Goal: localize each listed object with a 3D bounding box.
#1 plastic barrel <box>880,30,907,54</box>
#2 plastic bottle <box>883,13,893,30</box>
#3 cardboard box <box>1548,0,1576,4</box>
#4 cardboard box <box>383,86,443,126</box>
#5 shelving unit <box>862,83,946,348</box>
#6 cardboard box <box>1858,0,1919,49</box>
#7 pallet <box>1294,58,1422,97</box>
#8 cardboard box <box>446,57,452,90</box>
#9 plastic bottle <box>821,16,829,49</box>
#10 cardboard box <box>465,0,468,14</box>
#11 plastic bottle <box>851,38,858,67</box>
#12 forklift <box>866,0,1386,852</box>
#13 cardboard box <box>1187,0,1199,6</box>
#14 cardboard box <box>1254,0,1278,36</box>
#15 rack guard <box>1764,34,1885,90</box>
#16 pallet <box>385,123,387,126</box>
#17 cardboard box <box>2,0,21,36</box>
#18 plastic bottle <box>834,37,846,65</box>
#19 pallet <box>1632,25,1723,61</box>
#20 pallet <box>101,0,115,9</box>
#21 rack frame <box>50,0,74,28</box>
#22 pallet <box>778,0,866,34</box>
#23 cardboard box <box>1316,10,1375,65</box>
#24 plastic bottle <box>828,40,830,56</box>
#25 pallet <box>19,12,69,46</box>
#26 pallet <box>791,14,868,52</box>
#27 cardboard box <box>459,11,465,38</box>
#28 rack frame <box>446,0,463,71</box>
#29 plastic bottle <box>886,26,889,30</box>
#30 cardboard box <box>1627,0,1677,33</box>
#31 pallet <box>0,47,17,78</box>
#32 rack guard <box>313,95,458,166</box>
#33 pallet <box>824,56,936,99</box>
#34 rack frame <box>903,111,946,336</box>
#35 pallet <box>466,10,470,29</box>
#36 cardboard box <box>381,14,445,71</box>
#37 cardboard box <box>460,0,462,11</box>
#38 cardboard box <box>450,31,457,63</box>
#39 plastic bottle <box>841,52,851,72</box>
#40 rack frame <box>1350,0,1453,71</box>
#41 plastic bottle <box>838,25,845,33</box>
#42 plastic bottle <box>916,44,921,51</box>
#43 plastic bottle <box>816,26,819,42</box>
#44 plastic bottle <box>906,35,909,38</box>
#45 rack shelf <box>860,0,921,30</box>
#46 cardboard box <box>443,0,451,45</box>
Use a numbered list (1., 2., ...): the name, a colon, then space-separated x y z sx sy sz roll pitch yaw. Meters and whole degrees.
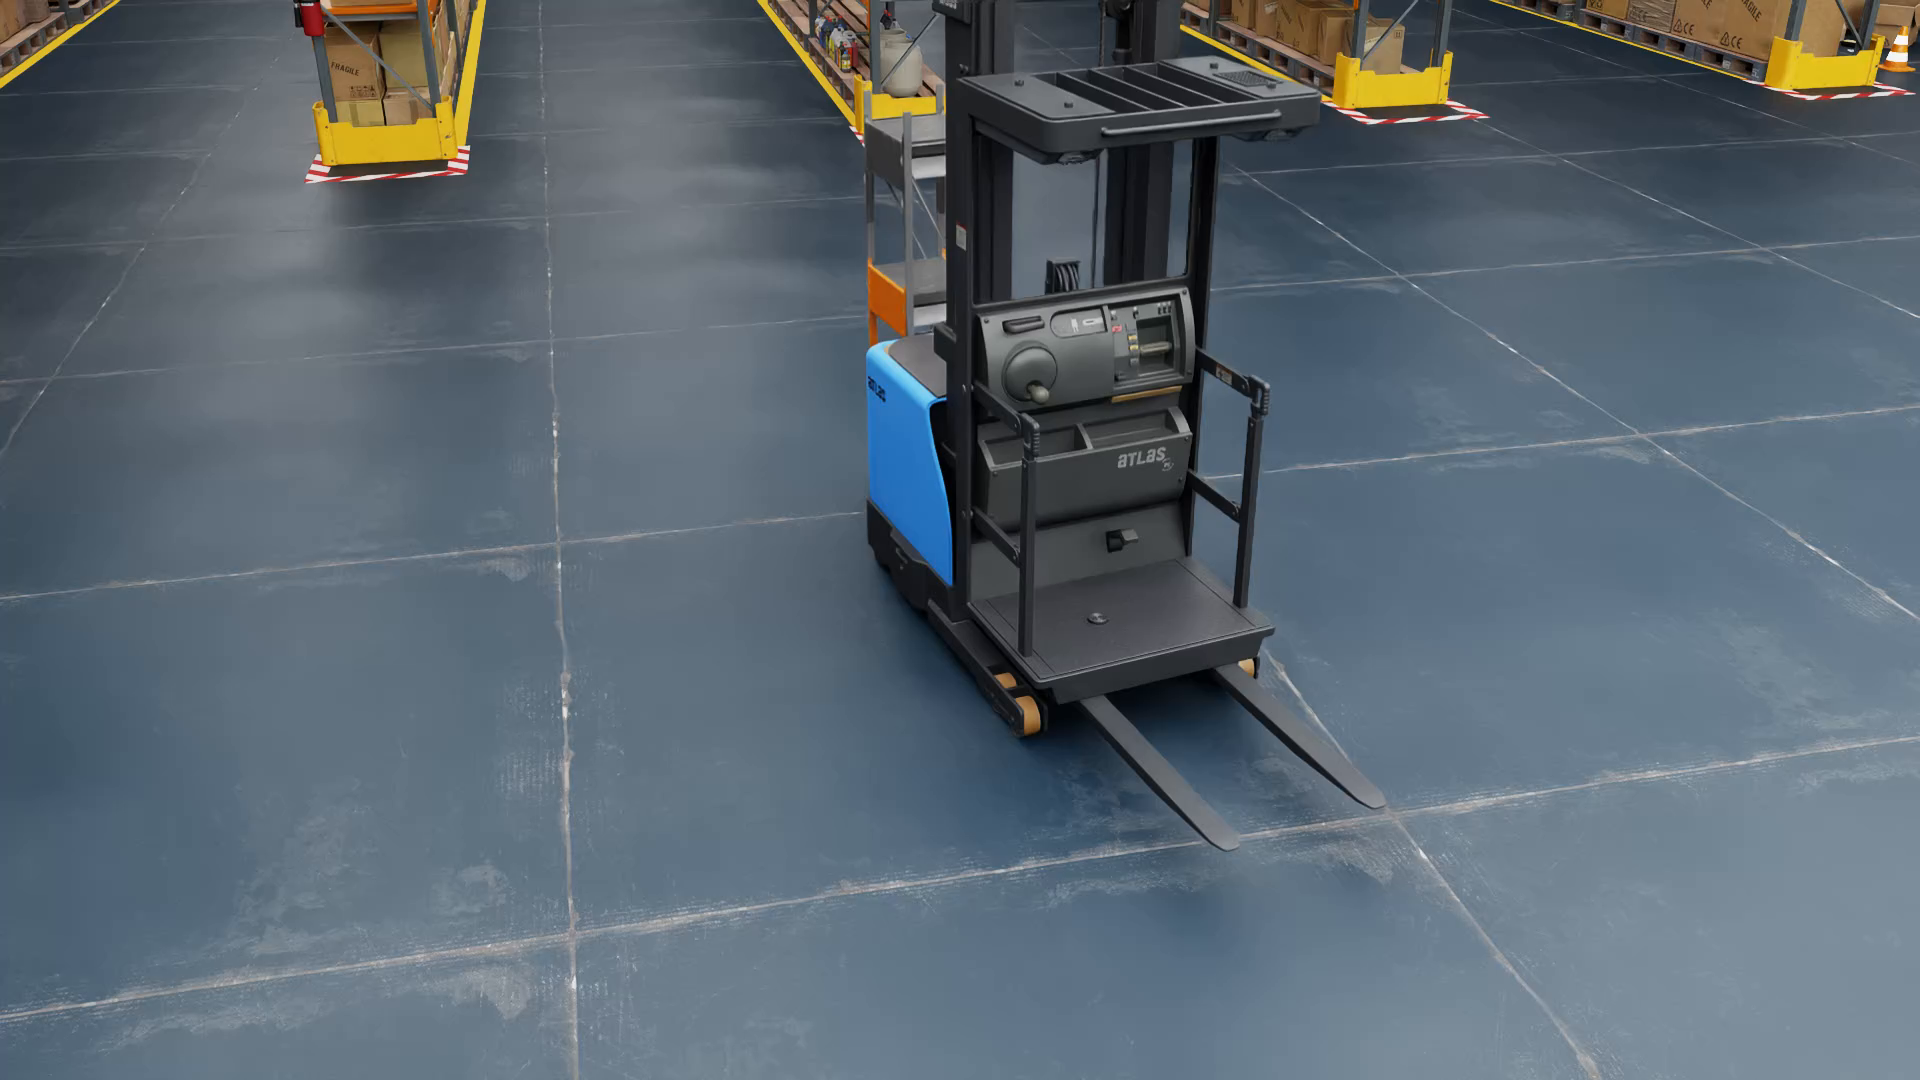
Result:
1. plastic barrel: -0.697 -4.913 16.949 0.421 0.512 0.421 0 27 0
2. plastic bottle: -0.794 -5.767 18.798 0.144 0.351 0.185 -7 28 -14
3. cardboard box: 8.190 -7.499 21.810 1.050 0.750 0.750 -6 27 -12
4. cardboard box: -5.092 -4.051 15.533 0.500 0.250 0.500 -6 27 -12
5. shelving unit: -0.166 -1.087 8.073 0.431 2.100 0.503 -11 29 -21
6. cardboard box: 11.257 -6.243 20.061 0.637 0.503 0.797 19 32 32
7. pallet: 4.298 -4.986 17.895 1.003 0.211 1.213 -6 27 -12
8. cardboard box: -5.429 -4.710 16.838 0.500 0.250 0.500 -6 27 -12
9. plastic bottle: -1.485 -5.708 18.681 0.144 0.351 0.185 -5 27 -10
10. cardboard box: -6.405 -6.652 20.686 0.500 0.250 0.500 -5 27 -10
11. plastic bottle: -1.129 -5.205 17.759 0.061 0.283 0.133 -6 27 -12
12. forklift: 0.604 -0.736 6.456 1.130 2.935 3.031 -11 29 -21
13. cardboard box: 3.356 -7.157 21.387 0.700 0.500 0.500 -6 27 -12
14. cardboard box: 3.750 -6.235 19.582 0.500 0.500 0.500 2 27 5
15. rack guard: 9.325 -5.170 17.939 1.175 0.500 0.348 -6 27 -12
16. pallet: -5.401 -3.920 15.782 1.003 0.211 1.213 -6 27 -12
17. cardboard box: -11.461 -6.157 19.406 0.700 0.500 0.500 -6 27 -12
18. plastic bottle: -1.264 -5.251 17.859 0.152 0.276 0.135 -7 28 -13
19. pallet: 8.791 -5.930 19.764 1.003 0.211 1.213 -6 27 -12
20. pallet: -12.192 -7.484 22.843 1.003 0.211 1.213 -6 27 -12
21. rack frame: -11.816 -7.841 20.455 1.000 3.000 0.127 -6 27 -12
22. pallet: -1.756 -6.723 21.336 1.003 0.211 1.213 -6 27 -12
23. cardboard box: 4.172 -5.444 18.015 0.500 0.500 0.500 1 27 2
24. plastic bottle: -1.402 -5.432 18.300 0.097 0.201 0.097 0 27 0
25. pallet: -11.642 -6.253 20.404 1.003 0.211 1.213 -6 27 -12
26. pallet: -1.478 -6.187 20.273 1.003 0.211 1.213 -6 27 -12
27. cardboard box: -6.053 -5.976 19.346 0.500 0.250 0.500 -5 27 -10
28. rack frame: -6.090 -6.589 17.976 1.000 3.000 0.127 -6 27 -12
29. plastic bottle: -0.815 -5.573 18.489 0.061 0.283 0.133 -6 27 -12
30. cardboard box: 8.698 -6.613 19.915 0.875 0.875 0.875 -6 27 -11
31. pallet: -11.092 -5.181 18.281 1.003 0.211 1.213 -6 27 -12
32. rack guard: -5.183 -3.707 15.039 1.175 0.500 0.348 -6 27 -12
33. pallet: -0.874 -5.010 17.942 1.003 0.211 1.213 -6 27 -12
34. rack frame: -0.066 -0.986 7.874 0.400 2.100 0.015 -11 29 -21
35. pallet: -6.844 -6.735 21.359 1.003 0.211 1.213 -6 27 -12
36. cardboard box: -5.332 -4.824 16.231 0.500 0.500 0.500 -6 27 -12
37. cardboard box: -6.166 -6.454 19.670 0.500 0.311 0.500 -7 28 -13
38. cardboard box: -5.772 -5.368 18.142 0.500 0.250 0.500 -6 27 -12
39. plastic bottle: -1.202 -5.044 17.531 0.097 0.201 0.097 0 27 0
40. rack frame: 4.464 -5.838 16.487 1.000 3.000 0.127 -6 27 -12
41. plastic bottle: -1.335 -5.621 18.598 0.097 0.271 0.097 0 27 0
42. plastic bottle: -0.466 -5.141 17.645 0.097 0.271 0.097 0 27 0
43. plastic bottle: -1.595 -5.809 19.047 0.097 0.201 0.097 0 27 0
44. plastic bottle: -0.566 -5.335 18.031 0.097 0.271 0.097 0 27 0
45. rack shelf: -0.812 -5.891 17.392 1.077 0.370 4.000 -6 27 -12
46. cardboard box: -5.671 -5.482 17.535 0.500 0.500 0.500 -6 27 -12
